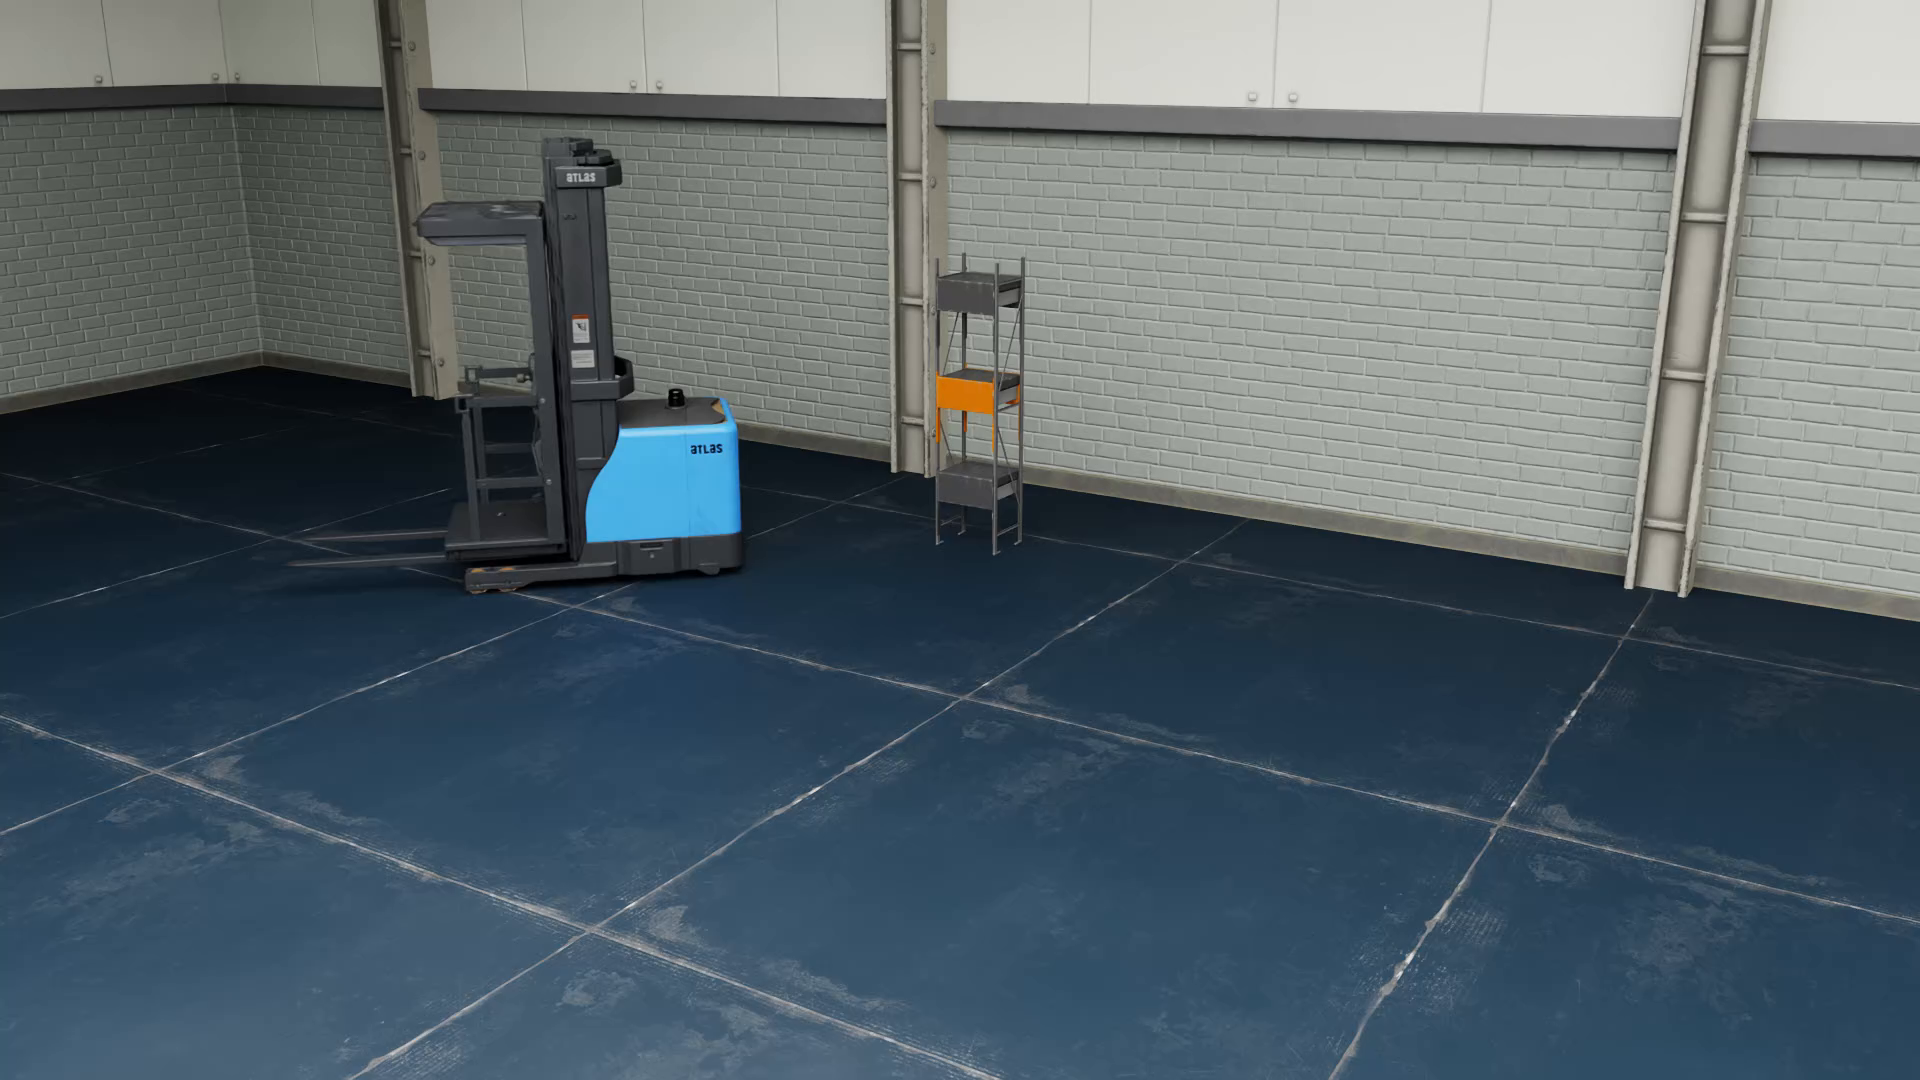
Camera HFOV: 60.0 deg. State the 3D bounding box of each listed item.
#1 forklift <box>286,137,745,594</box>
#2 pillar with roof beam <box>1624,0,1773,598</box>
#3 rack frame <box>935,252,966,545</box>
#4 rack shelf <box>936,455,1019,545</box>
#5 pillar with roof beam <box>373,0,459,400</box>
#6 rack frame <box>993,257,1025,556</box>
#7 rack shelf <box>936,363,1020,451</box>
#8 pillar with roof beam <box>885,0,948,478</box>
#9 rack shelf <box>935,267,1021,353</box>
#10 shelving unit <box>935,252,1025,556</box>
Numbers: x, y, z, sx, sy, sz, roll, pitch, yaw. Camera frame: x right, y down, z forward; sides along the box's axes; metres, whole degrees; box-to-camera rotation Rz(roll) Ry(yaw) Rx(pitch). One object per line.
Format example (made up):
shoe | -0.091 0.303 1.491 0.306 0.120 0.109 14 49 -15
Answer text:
forklift | -3.074 -1.206 11.310 3.031 2.935 1.130 -4 17 -12
pillar with roof beam | 2.510 -2.922 6.518 0.400 9.000 9.100 10 20 30
rack frame | -0.067 -1.017 12.115 0.015 2.100 0.400 10 20 30
rack shelf | 0.141 -0.297 12.201 0.480 0.518 0.431 10 20 30
pillar with roof beam | -7.715 -4.747 12.527 0.400 9.000 9.100 10 20 30
rack frame | 0.349 -0.942 11.871 0.015 2.100 0.400 10 20 30
rack shelf | 0.141 -0.966 11.997 0.480 0.518 0.431 10 20 30
pillar with roof beam | -2.602 -3.835 9.522 0.400 9.000 9.100 10 20 30
rack shelf | 0.141 -1.636 11.794 0.480 0.518 0.431 10 20 30
shelving unit | 0.141 -0.979 11.993 0.503 2.100 0.431 10 20 30
